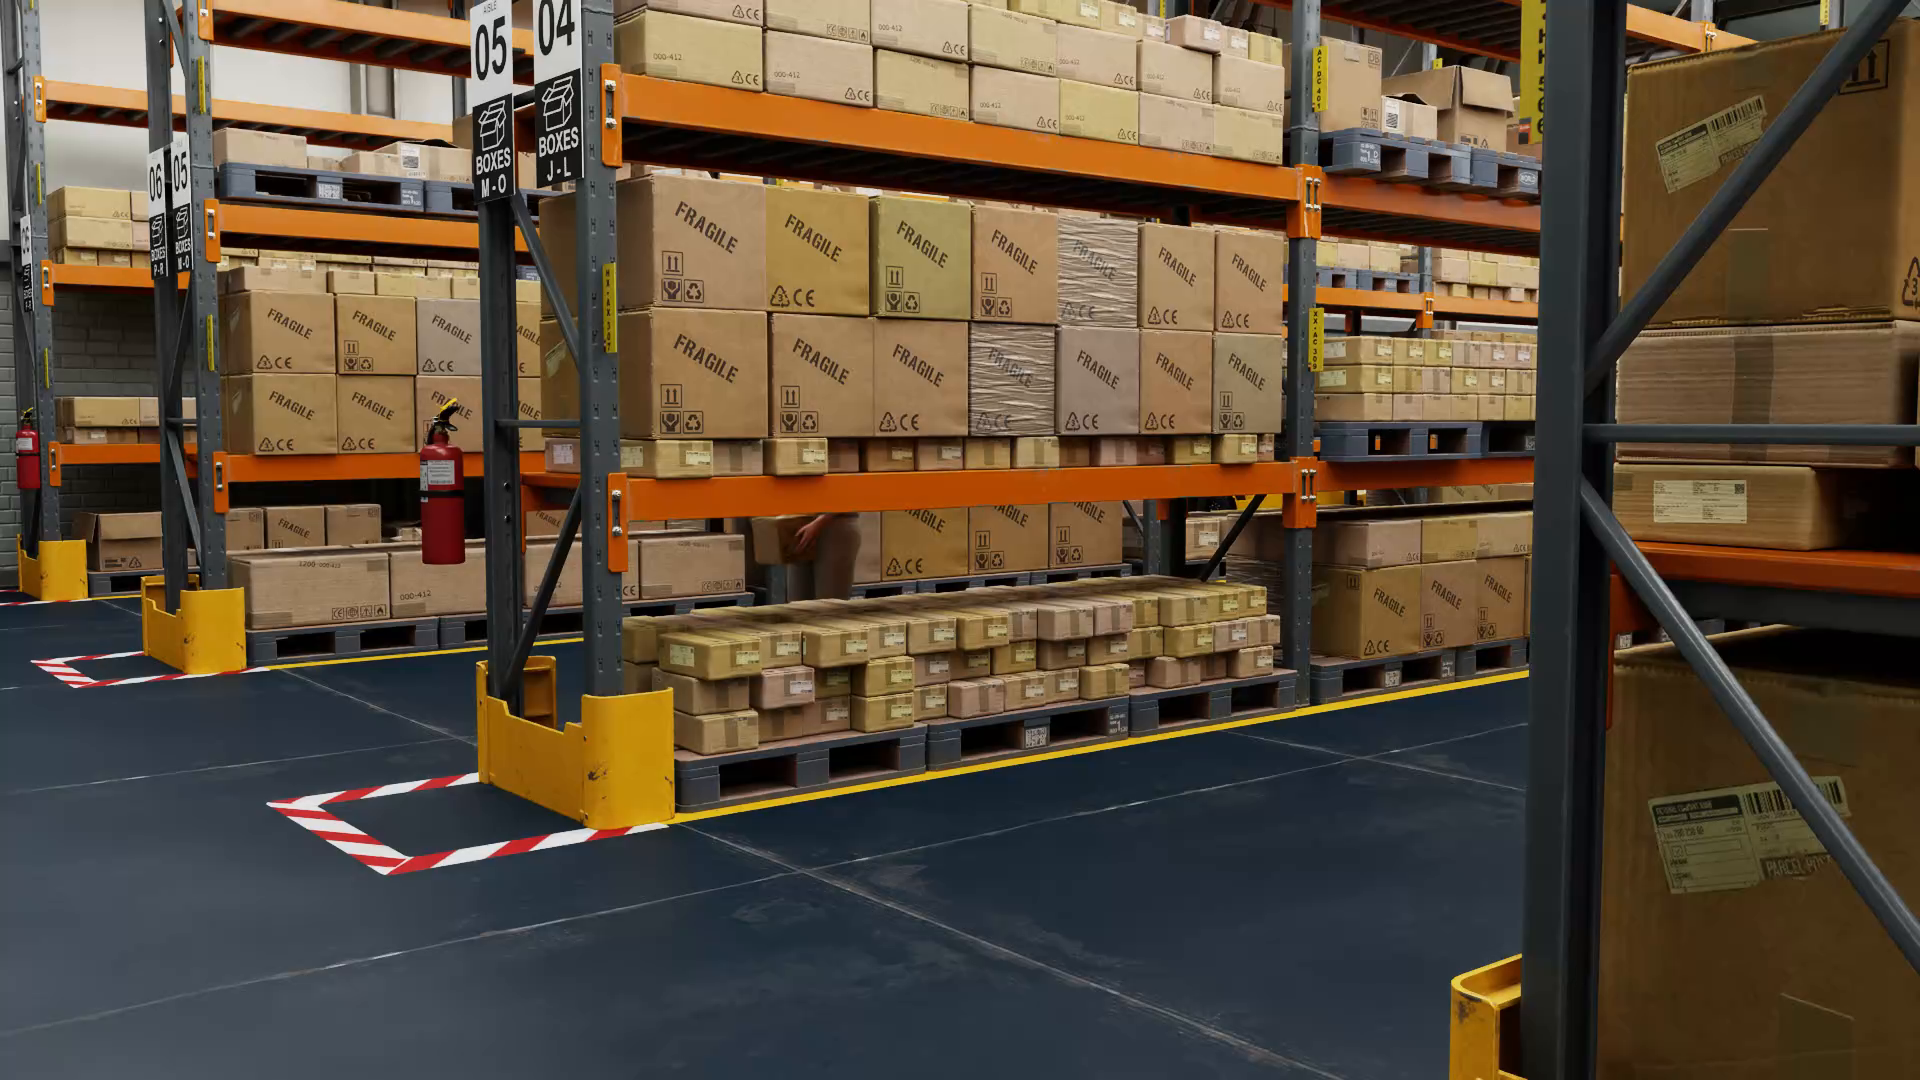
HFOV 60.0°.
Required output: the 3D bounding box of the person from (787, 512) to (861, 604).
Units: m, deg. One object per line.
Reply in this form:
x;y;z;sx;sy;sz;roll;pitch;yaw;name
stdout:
-0.798;-0.011;9.182;0.470;1.733;0.532;-4;6;-40;person
